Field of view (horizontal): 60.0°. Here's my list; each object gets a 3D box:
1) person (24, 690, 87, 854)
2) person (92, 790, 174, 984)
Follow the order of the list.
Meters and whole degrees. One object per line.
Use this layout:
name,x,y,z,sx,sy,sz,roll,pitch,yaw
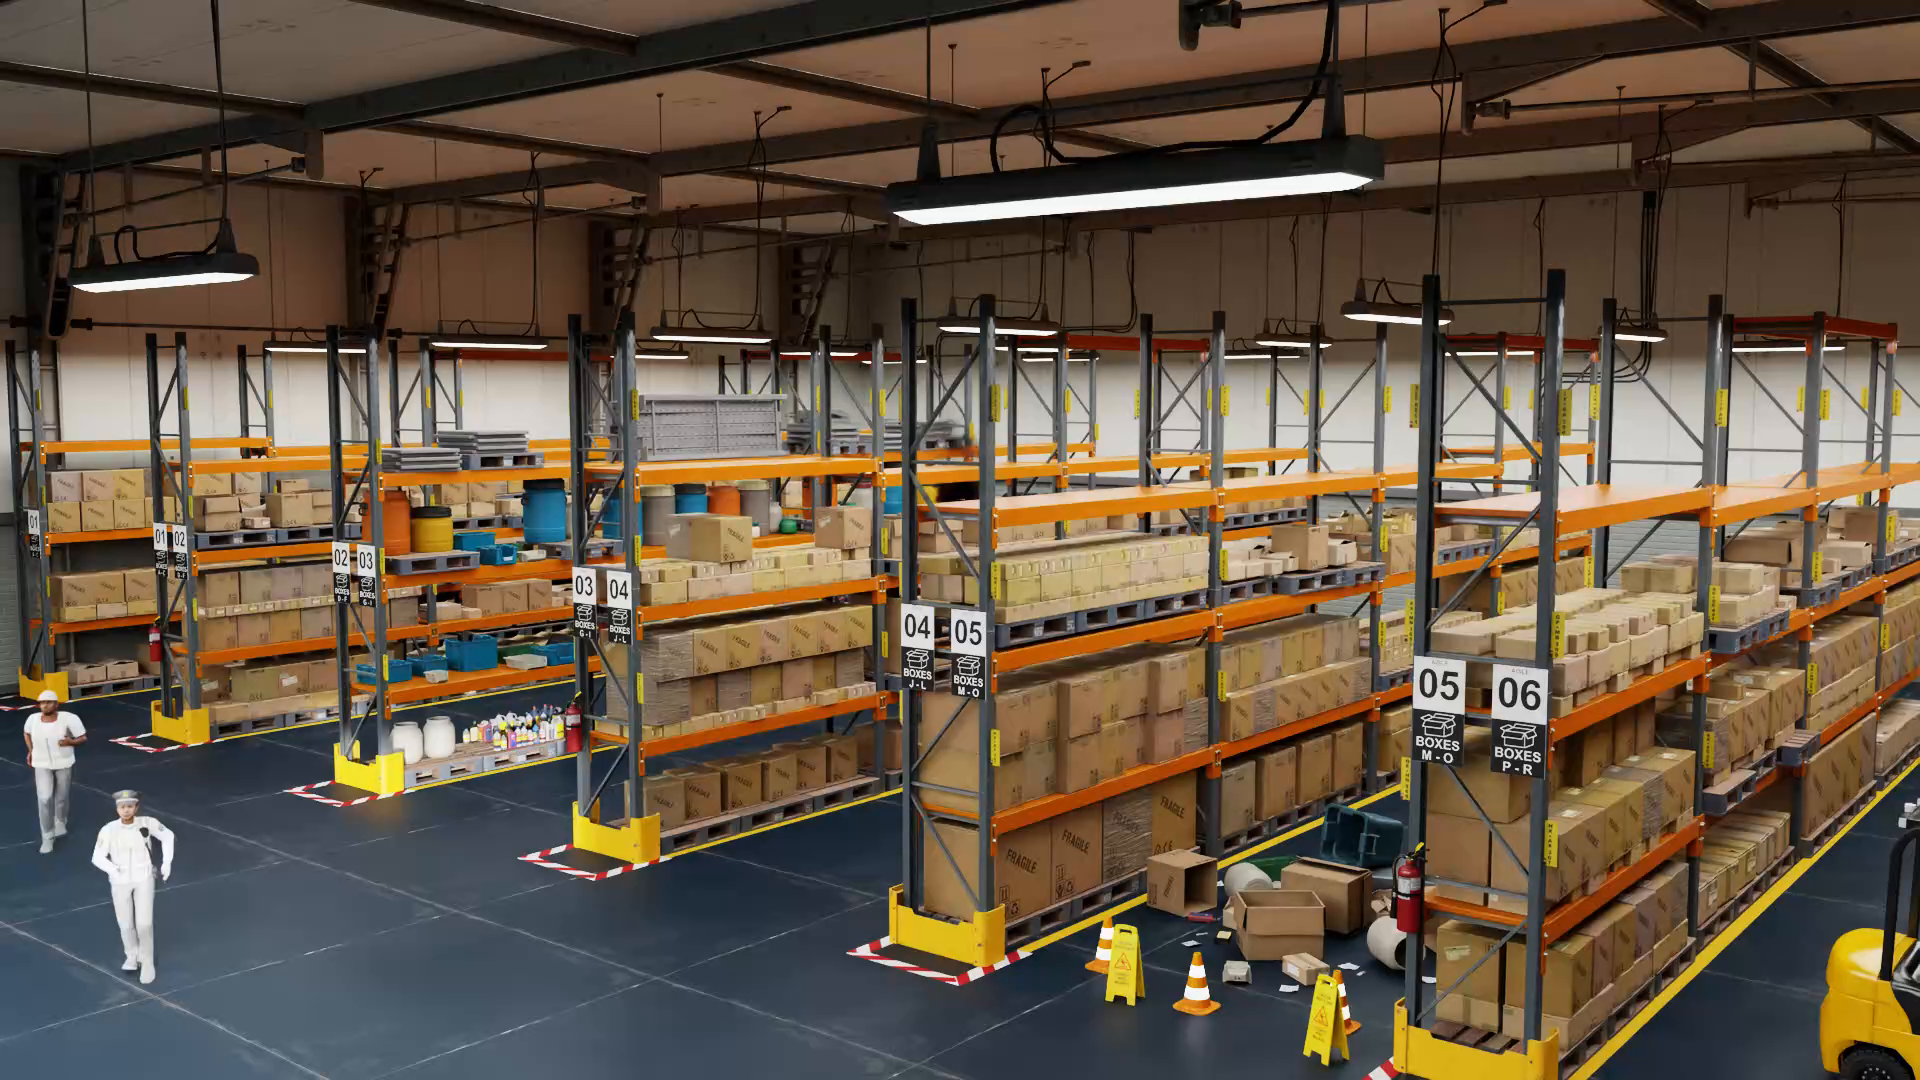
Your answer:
person,-10.270,2.597,18.899,0.665,1.831,0.788,-2,6,-23
person,-7.234,3.020,14.555,0.618,1.722,0.707,-2,5,-19
